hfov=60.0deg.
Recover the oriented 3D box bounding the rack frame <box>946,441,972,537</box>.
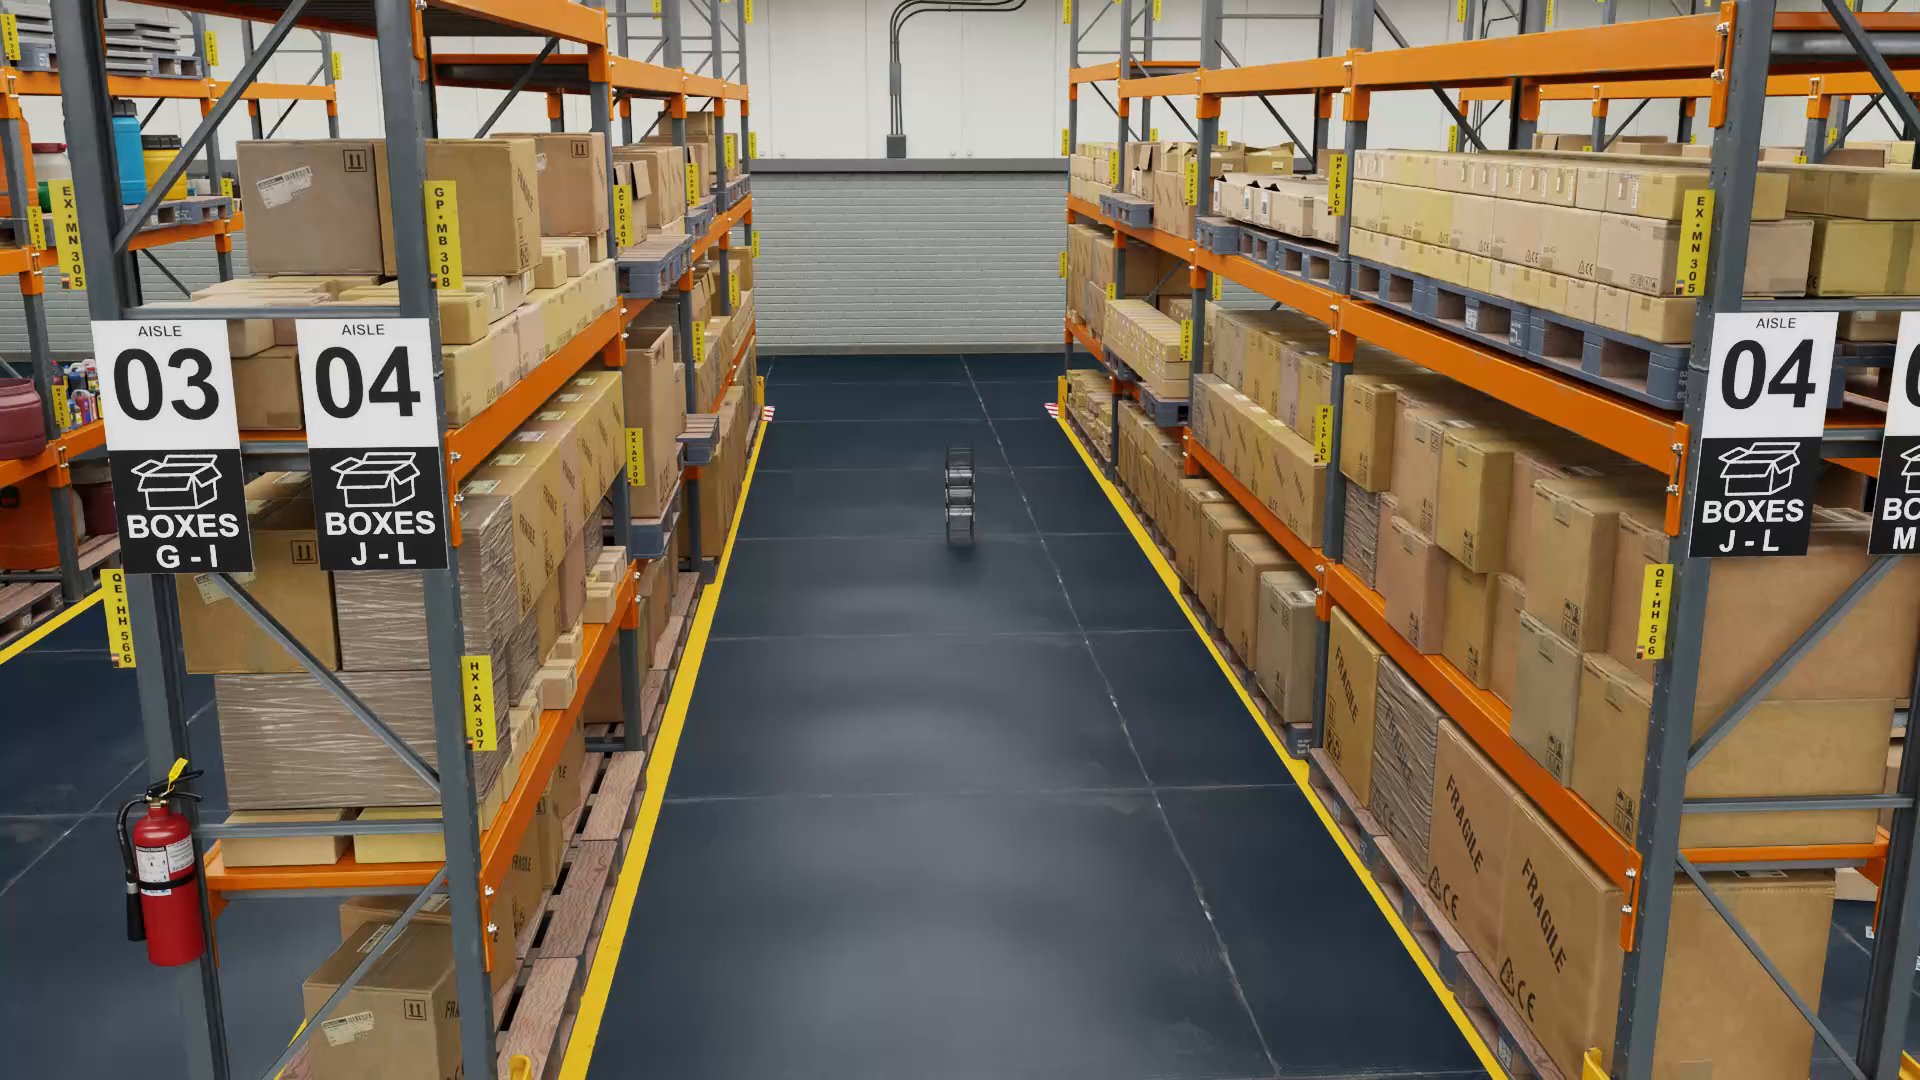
[{"bbox_3d":[-0.007,-0.463,15.244,0.240,0.900,0.006,-1,14,-3],"label":"rack frame"}]

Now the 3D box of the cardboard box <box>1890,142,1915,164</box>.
[{"bbox_3d":[11.576,-4.649,19.982,0.500,0.250,0.500,-1,14,-4],"label":"cardboard box"}]

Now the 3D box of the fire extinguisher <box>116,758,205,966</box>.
[{"bbox_3d":[-2.565,1.034,5.367,0.296,0.674,0.183,-1,14,-3],"label":"fire extinguisher"}]

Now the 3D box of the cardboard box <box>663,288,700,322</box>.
[{"bbox_3d":[-2.675,-1.907,14.429,0.797,0.503,0.637,-1,14,-2],"label":"cardboard box"}]

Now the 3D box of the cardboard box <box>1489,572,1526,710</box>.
[{"bbox_3d":[2.811,0.467,7.112,0.875,0.550,0.550,-1,14,-3],"label":"cardboard box"}]

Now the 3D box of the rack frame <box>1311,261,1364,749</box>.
[{"bbox_3d":[2.596,-0.085,9.562,1.000,3.000,0.127,-1,14,-3],"label":"rack frame"}]

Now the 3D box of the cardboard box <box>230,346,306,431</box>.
[{"bbox_3d":[-2.396,-0.535,5.592,0.500,0.250,0.500,-1,14,-2],"label":"cardboard box"}]

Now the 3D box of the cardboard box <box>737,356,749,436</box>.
[{"bbox_3d":[-2.873,-1.587,18.820,0.875,0.875,0.875,-1,14,-3],"label":"cardboard box"}]

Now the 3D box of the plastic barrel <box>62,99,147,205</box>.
[{"bbox_3d":[-7.541,-3.424,14.669,0.600,0.901,0.708,-1,14,-3],"label":"plastic barrel"}]

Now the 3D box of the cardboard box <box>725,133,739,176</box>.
[{"bbox_3d":[-3.018,-4.643,20.011,0.700,0.500,0.500,-2,15,-7],"label":"cardboard box"}]

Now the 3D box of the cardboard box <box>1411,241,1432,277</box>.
[{"bbox_3d":[2.345,-1.319,7.799,0.380,0.149,0.250,-1,14,-4],"label":"cardboard box"}]

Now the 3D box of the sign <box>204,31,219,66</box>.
[{"bbox_3d":[-7.250,-4.759,16.108,0.100,0.325,0.005,-1,14,-3],"label":"sign"}]

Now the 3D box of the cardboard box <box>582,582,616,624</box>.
[{"bbox_3d":[-1.965,0.322,8.481,0.380,0.149,0.250,-1,14,-3],"label":"cardboard box"}]

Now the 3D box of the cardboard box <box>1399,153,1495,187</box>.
[{"bbox_3d":[2.328,-1.769,7.947,0.380,0.149,0.250,-1,14,-4],"label":"cardboard box"}]

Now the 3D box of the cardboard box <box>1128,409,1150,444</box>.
[{"bbox_3d":[1.918,-1.111,16.216,0.500,0.250,0.500,0,14,-2],"label":"cardboard box"}]

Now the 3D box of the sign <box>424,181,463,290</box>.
[{"bbox_3d":[-1.571,-0.924,5.046,0.100,0.325,0.005,-1,14,-3],"label":"sign"}]

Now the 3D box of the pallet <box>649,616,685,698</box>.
[{"bbox_3d":[-2.489,0.819,11.644,1.003,0.211,1.213,-1,14,-3],"label":"pallet"}]

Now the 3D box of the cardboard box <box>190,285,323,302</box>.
[{"bbox_3d":[-2.467,-0.810,5.858,0.380,0.149,0.250,-2,15,-6],"label":"cardboard box"}]

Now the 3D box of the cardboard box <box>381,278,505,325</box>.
[{"bbox_3d":[-1.903,-0.880,6.132,0.380,0.149,0.250,0,14,-1],"label":"cardboard box"}]

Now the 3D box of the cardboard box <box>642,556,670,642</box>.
[{"bbox_3d":[-2.457,0.414,11.756,0.700,0.500,0.500,0,14,1],"label":"cardboard box"}]

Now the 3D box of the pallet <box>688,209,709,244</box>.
[{"bbox_3d":[-2.701,-2.549,13.498,1.213,0.211,1.003,0,14,-1],"label":"pallet"}]

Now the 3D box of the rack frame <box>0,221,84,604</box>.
[{"bbox_3d":[-7.551,-0.952,12.932,1.000,3.000,0.127,-1,14,-3],"label":"rack frame"}]

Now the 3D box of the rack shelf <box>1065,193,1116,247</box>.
[{"bbox_3d":[1.977,-3.677,18.944,1.077,0.370,4.000,-1,14,-3],"label":"rack shelf"}]

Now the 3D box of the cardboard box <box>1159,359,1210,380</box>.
[{"bbox_3d":[1.864,-1.422,13.821,0.380,0.149,0.250,-1,14,-2],"label":"cardboard box"}]

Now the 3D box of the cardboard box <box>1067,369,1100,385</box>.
[{"bbox_3d":[1.546,-2.045,20.864,0.380,0.149,0.250,-2,15,-6],"label":"cardboard box"}]

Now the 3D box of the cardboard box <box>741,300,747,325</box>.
[{"bbox_3d":[-2.710,-2.591,19.005,0.500,0.250,0.500,-1,14,-3],"label":"cardboard box"}]

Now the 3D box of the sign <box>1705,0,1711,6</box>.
[{"bbox_3d":[7.576,-5.584,16.860,0.100,0.325,0.005,-1,14,-3],"label":"sign"}]

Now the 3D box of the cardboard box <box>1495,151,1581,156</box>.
[{"bbox_3d":[2.953,-1.906,8.477,0.380,0.149,0.250,-1,14,-4],"label":"cardboard box"}]

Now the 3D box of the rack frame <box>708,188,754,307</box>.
[{"bbox_3d":[-3.104,-3.018,20.962,1.000,3.000,0.127,-1,14,-3],"label":"rack frame"}]

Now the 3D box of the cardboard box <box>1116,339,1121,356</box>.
[{"bbox_3d":[1.715,-1.858,16.114,0.380,0.149,0.250,-1,14,-3],"label":"cardboard box"}]

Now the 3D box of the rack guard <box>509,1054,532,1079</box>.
[{"bbox_3d":[-2.117,2.152,5.881,1.175,0.500,0.348,-1,14,-3],"label":"rack guard"}]

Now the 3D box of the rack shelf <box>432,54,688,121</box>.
[{"bbox_3d":[-2.484,-2.895,10.688,1.077,0.370,4.000,-1,14,-3],"label":"rack shelf"}]

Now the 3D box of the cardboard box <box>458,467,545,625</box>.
[{"bbox_3d":[-1.898,0.019,6.354,0.500,0.500,0.500,-1,14,-3],"label":"cardboard box"}]

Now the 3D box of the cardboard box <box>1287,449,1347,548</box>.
[{"bbox_3d":[2.297,-0.260,10.038,0.500,0.500,0.500,-1,14,-4],"label":"cardboard box"}]

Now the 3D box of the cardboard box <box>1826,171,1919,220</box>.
[{"bbox_3d":[3.141,-1.148,5.531,0.380,0.149,0.250,-1,14,-3],"label":"cardboard box"}]

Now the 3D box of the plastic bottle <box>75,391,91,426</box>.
[{"bbox_3d":[-7.230,-1.091,13.704,0.061,0.283,0.133,-1,14,-3],"label":"plastic bottle"}]

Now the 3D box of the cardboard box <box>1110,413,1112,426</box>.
[{"bbox_3d":[1.819,-1.270,17.852,0.380,0.149,0.250,0,14,-2],"label":"cardboard box"}]

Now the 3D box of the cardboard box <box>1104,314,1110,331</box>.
[{"bbox_3d":[1.666,-2.196,16.829,0.380,0.149,0.250,-1,14,-3],"label":"cardboard box"}]

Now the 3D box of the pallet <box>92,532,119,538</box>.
[{"bbox_3d":[-7.714,-0.100,15.215,1.003,0.211,1.213,-1,14,-3],"label":"pallet"}]

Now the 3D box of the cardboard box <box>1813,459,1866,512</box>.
[{"bbox_3d":[7.323,-0.529,14.709,0.875,0.875,0.875,-1,14,-4],"label":"cardboard box"}]

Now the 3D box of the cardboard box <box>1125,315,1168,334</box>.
[{"bbox_3d":[1.747,-2.018,15.542,0.380,0.149,0.250,0,14,-1],"label":"cardboard box"}]

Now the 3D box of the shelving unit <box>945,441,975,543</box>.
[{"bbox_3d":[0.000,-0.438,15.146,0.258,0.900,0.210,-1,14,-3],"label":"shelving unit"}]

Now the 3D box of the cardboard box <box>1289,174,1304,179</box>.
[{"bbox_3d":[2.579,-2.728,13.611,0.500,0.500,0.500,-1,14,-3],"label":"cardboard box"}]

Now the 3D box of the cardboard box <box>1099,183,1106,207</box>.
[{"bbox_3d":[1.782,-3.697,17.882,0.500,0.250,0.500,-1,14,-4],"label":"cardboard box"}]

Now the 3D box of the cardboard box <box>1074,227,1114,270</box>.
[{"bbox_3d":[1.654,-3.505,20.050,0.500,0.500,0.500,0,14,-2],"label":"cardboard box"}]

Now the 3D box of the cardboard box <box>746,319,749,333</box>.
[{"bbox_3d":[-2.672,-2.495,19.431,0.380,0.149,0.250,-1,14,-3],"label":"cardboard box"}]

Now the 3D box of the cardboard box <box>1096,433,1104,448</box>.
[{"bbox_3d":[1.723,-1.121,18.464,0.380,0.149,0.250,-1,14,-5],"label":"cardboard box"}]

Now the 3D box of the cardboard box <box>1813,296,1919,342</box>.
[{"bbox_3d":[3.143,-0.764,5.639,0.380,0.149,0.250,-1,14,-3],"label":"cardboard box"}]

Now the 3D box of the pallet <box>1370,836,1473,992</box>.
[{"bbox_3d":[2.644,1.759,7.988,1.003,0.211,1.213,-1,14,-3],"label":"pallet"}]

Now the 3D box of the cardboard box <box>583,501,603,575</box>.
[{"bbox_3d":[-2.394,-0.114,8.874,0.875,0.500,0.500,-1,14,-3],"label":"cardboard box"}]

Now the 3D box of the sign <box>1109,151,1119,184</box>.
[{"bbox_3d":[1.560,-3.768,16.817,0.100,0.325,0.005,-1,14,-3],"label":"sign"}]

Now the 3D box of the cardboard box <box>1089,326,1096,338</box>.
[{"bbox_3d":[1.681,-2.409,19.095,0.380,0.149,0.250,-1,14,-2],"label":"cardboard box"}]

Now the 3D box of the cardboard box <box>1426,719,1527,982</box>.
[{"bbox_3d":[2.680,1.349,7.410,0.875,0.875,0.875,-1,14,-4],"label":"cardboard box"}]

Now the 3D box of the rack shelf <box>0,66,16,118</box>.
[{"bbox_3d":[-7.428,-2.818,10.390,1.077,0.370,4.000,-1,14,-3],"label":"rack shelf"}]

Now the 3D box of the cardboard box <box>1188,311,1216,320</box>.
[{"bbox_3d":[2.380,-2.091,15.823,0.380,0.149,0.250,-1,14,-5],"label":"cardboard box"}]
